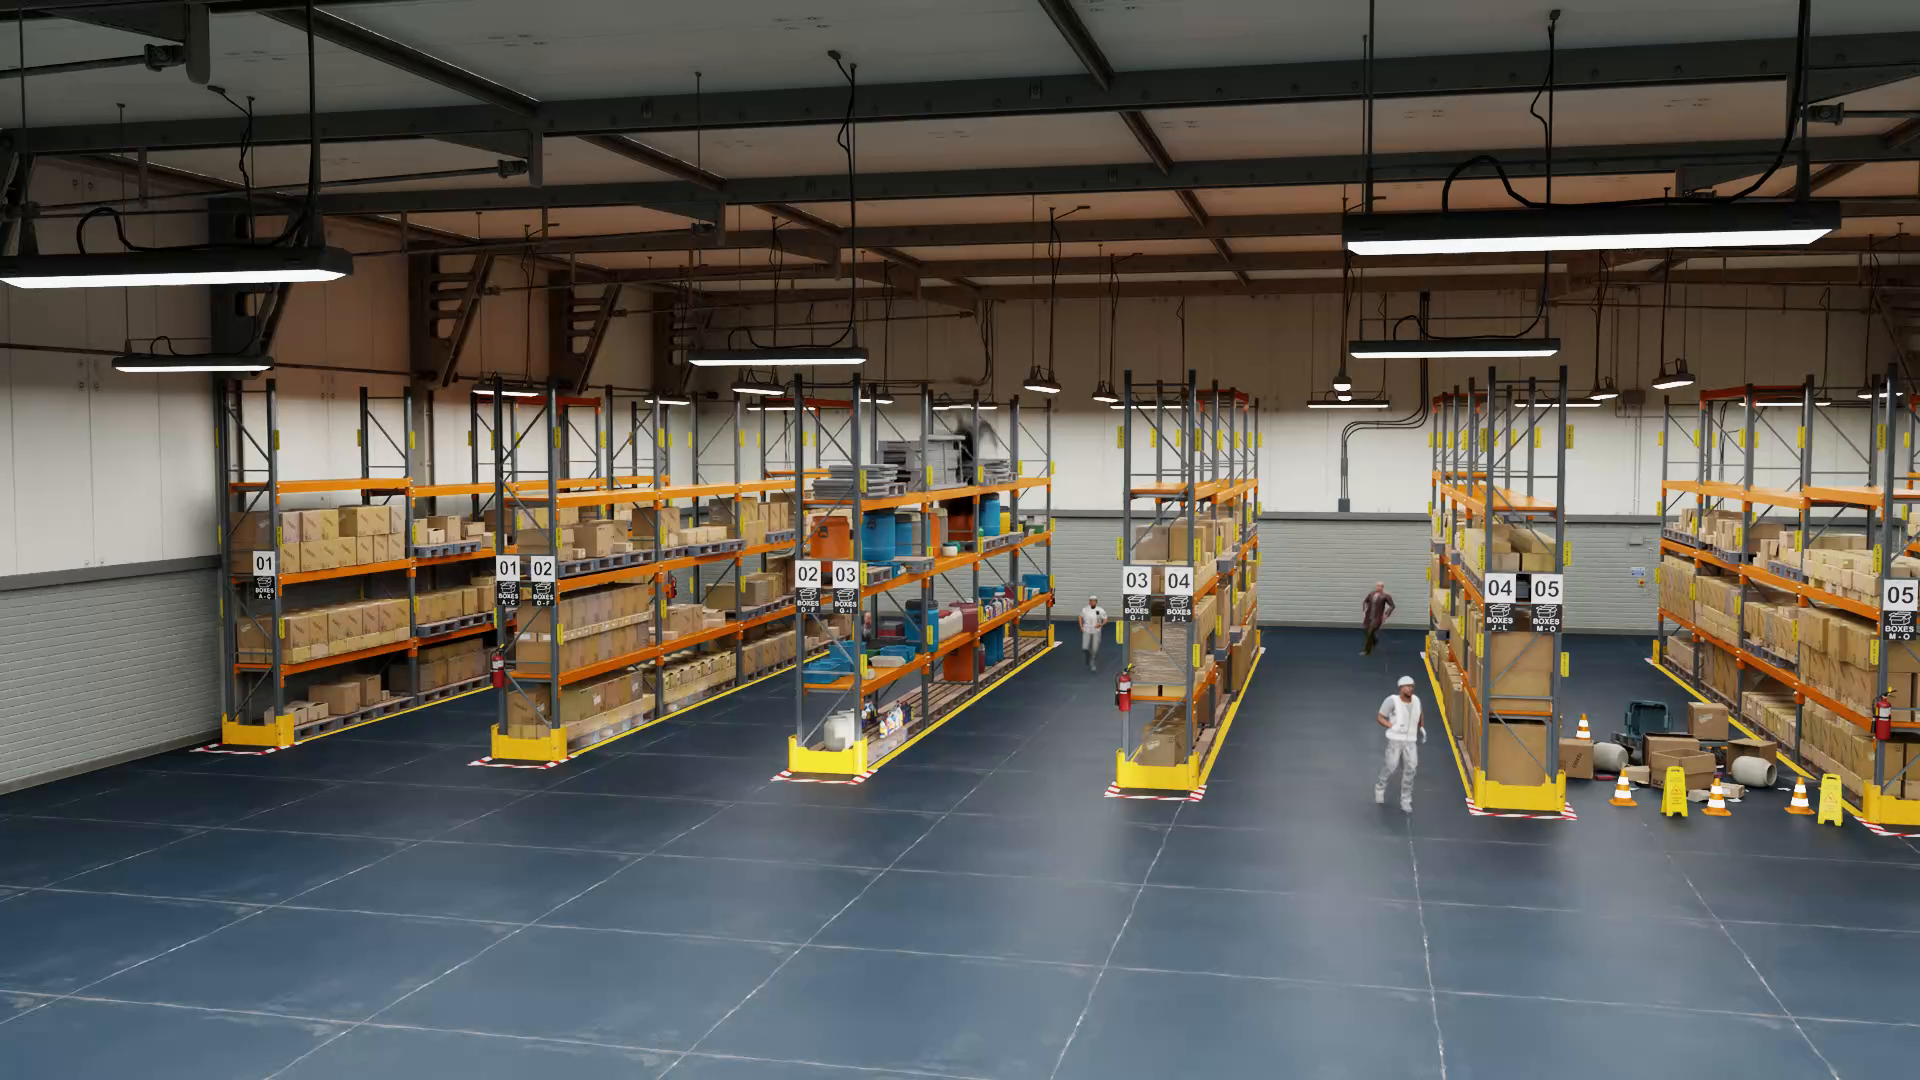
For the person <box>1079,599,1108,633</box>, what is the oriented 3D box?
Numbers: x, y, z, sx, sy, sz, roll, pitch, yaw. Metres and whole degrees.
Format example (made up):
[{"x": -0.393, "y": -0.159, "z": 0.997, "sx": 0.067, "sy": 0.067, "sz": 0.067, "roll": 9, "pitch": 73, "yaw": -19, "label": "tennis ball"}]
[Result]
[{"x": 2.870, "y": 1.639, "z": 36.075, "sx": 0.668, "sy": 0.799, "sz": 0.467, "roll": 1, "pitch": 4, "yaw": 14, "label": "person"}]

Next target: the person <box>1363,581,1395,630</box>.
[{"x": 9.629, "y": 1.527, "z": 38.473, "sx": 0.778, "sy": 1.145, "sz": 0.452, "roll": 3, "pitch": 5, "yaw": 44, "label": "person"}]

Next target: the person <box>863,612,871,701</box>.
[{"x": -1.748, "y": 2.252, "z": 31.664, "sx": 0.638, "sy": 1.784, "sz": 0.781, "roll": 0, "pitch": 3, "yaw": 7, "label": "person"}]

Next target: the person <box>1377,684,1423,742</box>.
[{"x": 6.043, "y": 2.334, "z": 22.607, "sx": 0.747, "sy": 0.895, "sz": 0.478, "roll": -1, "pitch": 4, "yaw": -14, "label": "person"}]
